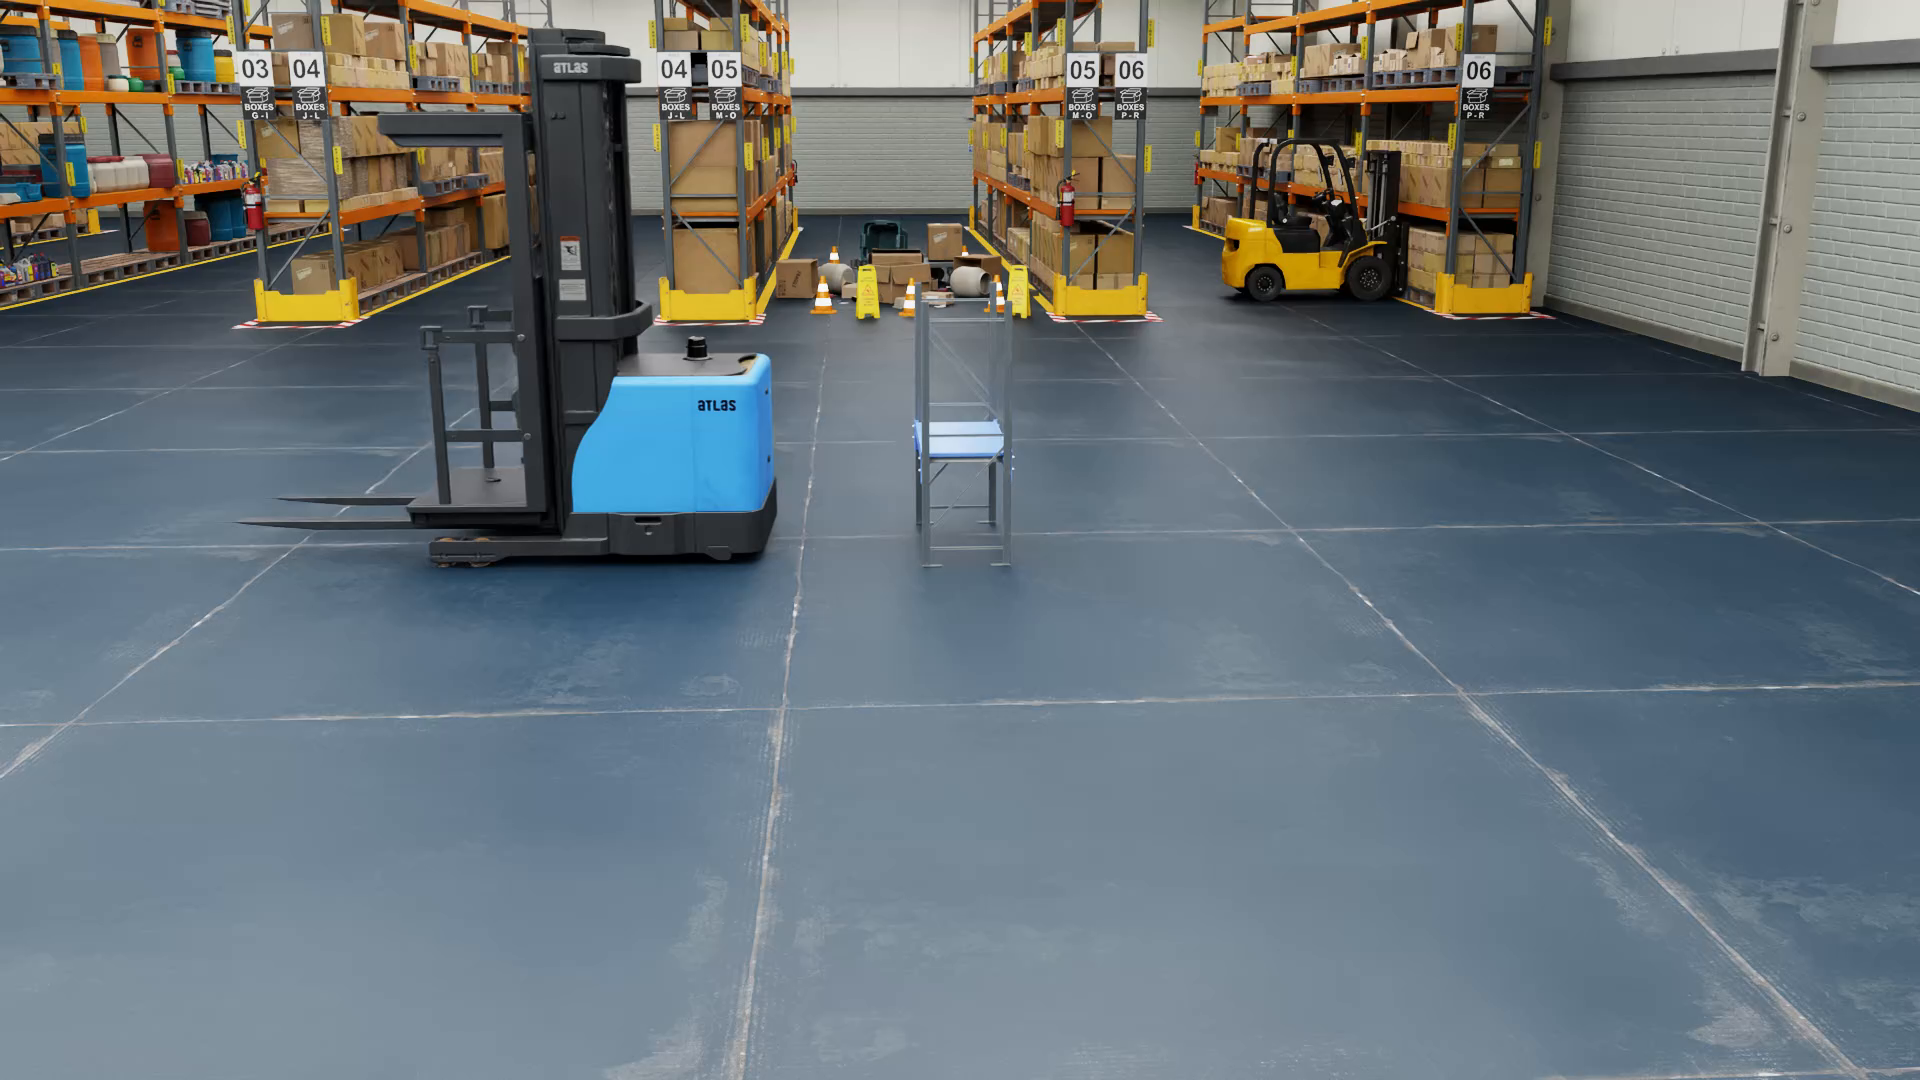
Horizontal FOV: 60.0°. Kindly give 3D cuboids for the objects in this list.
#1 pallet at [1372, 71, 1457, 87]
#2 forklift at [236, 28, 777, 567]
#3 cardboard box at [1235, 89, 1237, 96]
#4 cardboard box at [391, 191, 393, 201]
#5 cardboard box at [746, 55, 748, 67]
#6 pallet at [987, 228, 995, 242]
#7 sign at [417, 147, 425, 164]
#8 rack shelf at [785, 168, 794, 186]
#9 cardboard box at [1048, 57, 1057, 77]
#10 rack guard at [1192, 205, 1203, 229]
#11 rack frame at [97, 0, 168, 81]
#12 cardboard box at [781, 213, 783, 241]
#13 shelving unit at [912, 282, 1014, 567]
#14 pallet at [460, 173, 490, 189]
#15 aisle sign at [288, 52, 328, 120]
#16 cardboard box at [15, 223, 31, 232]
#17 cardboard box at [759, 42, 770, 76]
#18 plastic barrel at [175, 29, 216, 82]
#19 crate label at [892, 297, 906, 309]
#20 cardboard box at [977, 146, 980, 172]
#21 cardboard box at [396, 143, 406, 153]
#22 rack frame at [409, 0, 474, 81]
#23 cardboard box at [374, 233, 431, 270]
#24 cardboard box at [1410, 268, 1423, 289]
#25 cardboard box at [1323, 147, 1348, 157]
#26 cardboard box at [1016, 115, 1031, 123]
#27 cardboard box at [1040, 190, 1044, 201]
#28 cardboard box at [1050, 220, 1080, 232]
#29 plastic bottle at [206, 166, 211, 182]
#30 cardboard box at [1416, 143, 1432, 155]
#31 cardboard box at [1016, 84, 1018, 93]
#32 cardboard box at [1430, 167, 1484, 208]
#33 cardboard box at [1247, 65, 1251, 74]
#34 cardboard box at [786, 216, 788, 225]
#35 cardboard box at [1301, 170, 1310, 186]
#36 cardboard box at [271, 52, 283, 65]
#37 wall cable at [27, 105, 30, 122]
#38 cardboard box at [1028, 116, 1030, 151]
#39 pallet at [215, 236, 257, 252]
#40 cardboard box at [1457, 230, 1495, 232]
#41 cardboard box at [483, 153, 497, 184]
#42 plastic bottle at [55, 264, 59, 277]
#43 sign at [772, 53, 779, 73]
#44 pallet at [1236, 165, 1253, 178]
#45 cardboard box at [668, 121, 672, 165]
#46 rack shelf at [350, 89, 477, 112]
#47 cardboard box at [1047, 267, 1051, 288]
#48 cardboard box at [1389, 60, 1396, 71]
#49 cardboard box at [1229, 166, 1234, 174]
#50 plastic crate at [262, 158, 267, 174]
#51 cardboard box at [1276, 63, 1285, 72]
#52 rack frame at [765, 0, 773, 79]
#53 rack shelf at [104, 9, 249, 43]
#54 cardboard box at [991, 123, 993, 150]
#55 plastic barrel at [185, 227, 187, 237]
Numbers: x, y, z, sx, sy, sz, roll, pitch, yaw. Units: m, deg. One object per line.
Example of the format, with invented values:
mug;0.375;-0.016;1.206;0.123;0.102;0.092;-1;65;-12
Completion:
pallet;6.578;-6.604;23.831;1.003;0.211;1.213;-1;14;-3
forklift;-2.646;-1.398;9.577;3.031;2.935;1.130;0;14;-1
cardboard box;5.675;-8.872;32.973;0.380;0.149;0.250;-1;14;-4
cardboard box;-8.066;-4.754;22.989;0.380;0.149;0.250;-1;14;-3
cardboard box;-2.890;-6.094;21.131;0.380;0.149;0.250;-1;14;-3
pallet;1.081;-6.158;33.535;1.003;0.211;1.213;-1;14;-3
sign;-7.804;-5.605;24.052;0.100;0.325;0.005;-1;14;-3
rack shelf;-4.008;-7.365;34.076;1.077;0.370;4.000;-1;14;-3
cardboard box;1.426;-6.235;21.922;0.500;0.250;0.500;0;14;-2
rack guard;5.761;-7.161;36.853;1.175;0.500;0.348;-1;14;-3
rack frame;-13.537;-8.999;26.942;1.000;3.000;0.127;-1;14;-3
cardboard box;-3.528;-5.774;30.620;0.500;0.500;0.500;-1;14;-5
shelving unit;0.005;-0.705;9.757;0.538;1.500;1.048;-1;14;-3
pallet;-8.443;-5.901;27.328;1.213;0.211;1.003;-1;14;-3
aisle sign;-7.794;-5.429;19.888;0.394;0.787;0.004;-1;14;-3
cardboard box;-18.602;-6.176;32.815;0.380;0.166;0.250;-1;14;-3
cardboard box;-3.249;-7.546;26.072;0.500;0.500;0.500;-1;14;-3
plastic barrel;-13.526;-8.565;29.427;0.600;0.901;0.708;-1;14;-3
crate label;-0.718;-3.127;21.904;0.250;0.136;0.298;-9;17;-32
cardboard box;0.618;-7.985;34.840;0.500;0.500;0.500;-1;14;-4
cardboard box;-8.010;-5.620;23.044;0.500;0.500;0.500;-1;14;-3
rack frame;-8.593;-9.075;27.239;1.000;3.000;0.127;-1;14;-3
cardboard box;-8.362;-4.331;24.972;0.700;0.500;0.500;-2;15;-8
cardboard box;6.382;-3.518;22.357;0.500;0.250;0.500;-1;14;-3
cardboard box;6.054;-6.232;26.725;0.380;0.149;0.250;-1;14;-5
cardboard box;1.289;-8.247;32.550;0.380;0.149;0.250;-1;14;-4
cardboard box;1.315;-4.805;23.185;0.380;0.149;0.250;-1;14;-3
cardboard box;1.394;-4.168;22.074;0.380;0.149;0.250;0;14;-2
plastic bottle;-13.292;-6.460;29.373;0.097;0.271;0.097;0;14;0
cardboard box;6.357;-5.255;22.331;0.380;0.149;0.250;-1;14;-2
cardboard box;1.148;-7.573;27.924;0.380;0.149;0.250;-1;14;-3
cardboard box;6.455;-4.578;21.597;0.500;0.500;0.500;-1;14;-5
cardboard box;5.646;-8.912;31.488;0.380;0.149;0.250;-1;14;-4
cardboard box;-3.587;-6.278;32.688;0.380;0.149;0.250;0;14;-1
cardboard box;6.062;-6.089;27.971;0.500;0.250;0.500;-1;14;-5
cardboard box;-8.426;-5.818;20.099;0.380;0.149;0.250;-1;14;-3
wall cable;-23.914;-10.744;39.956;3.097;2.526;0.112;-1;14;-3
cardboard box;1.357;-5.892;24.102;0.700;0.500;0.500;-1;14;-4
pallet;-13.778;-5.545;31.155;1.003;0.211;1.213;-1;14;-3
cardboard box;6.872;-4.014;22.274;0.500;0.250;0.500;-1;14;-3
cardboard box;-8.386;-6.472;28.959;0.500;0.500;0.500;-1;14;-5
plastic bottle;-12.955;-3.871;23.785;0.097;0.201;0.097;0;14;0
sign;-3.082;-7.969;27.764;0.100;0.325;0.005;-1;14;-3
pallet;5.945;-7.102;31.994;1.003;0.211;1.213;-1;14;-3
cardboard box;-3.251;-5.056;21.188;0.875;0.550;0.550;-1;14;-3
rack shelf;-8.469;-6.777;25.769;1.077;0.370;4.000;-1;14;-3
cardboard box;1.451;-3.531;22.405;0.500;0.250;0.500;-1;14;-3
cardboard box;6.272;-6.681;23.414;0.380;0.149;0.250;0;14;-2
cardboard box;5.654;-7.478;33.574;0.380;0.149;0.250;-1;14;-2
plastic crate;-13.589;-7.374;32.418;0.402;0.464;0.583;-1;14;-3
cardboard box;5.873;-8.459;29.766;0.380;0.149;0.250;-1;14;-5
rack frame;-3.636;-9.127;27.439;1.000;3.000;0.127;-1;14;-3
rack shelf;-13.660;-8.954;29.015;1.077;0.370;4.000;-1;14;-3
cardboard box;0.850;-7.610;31.378;0.500;0.500;0.500;-1;14;-4
plastic barrel;-13.708;-5.352;28.959;0.421;0.512;0.421;0;14;0
